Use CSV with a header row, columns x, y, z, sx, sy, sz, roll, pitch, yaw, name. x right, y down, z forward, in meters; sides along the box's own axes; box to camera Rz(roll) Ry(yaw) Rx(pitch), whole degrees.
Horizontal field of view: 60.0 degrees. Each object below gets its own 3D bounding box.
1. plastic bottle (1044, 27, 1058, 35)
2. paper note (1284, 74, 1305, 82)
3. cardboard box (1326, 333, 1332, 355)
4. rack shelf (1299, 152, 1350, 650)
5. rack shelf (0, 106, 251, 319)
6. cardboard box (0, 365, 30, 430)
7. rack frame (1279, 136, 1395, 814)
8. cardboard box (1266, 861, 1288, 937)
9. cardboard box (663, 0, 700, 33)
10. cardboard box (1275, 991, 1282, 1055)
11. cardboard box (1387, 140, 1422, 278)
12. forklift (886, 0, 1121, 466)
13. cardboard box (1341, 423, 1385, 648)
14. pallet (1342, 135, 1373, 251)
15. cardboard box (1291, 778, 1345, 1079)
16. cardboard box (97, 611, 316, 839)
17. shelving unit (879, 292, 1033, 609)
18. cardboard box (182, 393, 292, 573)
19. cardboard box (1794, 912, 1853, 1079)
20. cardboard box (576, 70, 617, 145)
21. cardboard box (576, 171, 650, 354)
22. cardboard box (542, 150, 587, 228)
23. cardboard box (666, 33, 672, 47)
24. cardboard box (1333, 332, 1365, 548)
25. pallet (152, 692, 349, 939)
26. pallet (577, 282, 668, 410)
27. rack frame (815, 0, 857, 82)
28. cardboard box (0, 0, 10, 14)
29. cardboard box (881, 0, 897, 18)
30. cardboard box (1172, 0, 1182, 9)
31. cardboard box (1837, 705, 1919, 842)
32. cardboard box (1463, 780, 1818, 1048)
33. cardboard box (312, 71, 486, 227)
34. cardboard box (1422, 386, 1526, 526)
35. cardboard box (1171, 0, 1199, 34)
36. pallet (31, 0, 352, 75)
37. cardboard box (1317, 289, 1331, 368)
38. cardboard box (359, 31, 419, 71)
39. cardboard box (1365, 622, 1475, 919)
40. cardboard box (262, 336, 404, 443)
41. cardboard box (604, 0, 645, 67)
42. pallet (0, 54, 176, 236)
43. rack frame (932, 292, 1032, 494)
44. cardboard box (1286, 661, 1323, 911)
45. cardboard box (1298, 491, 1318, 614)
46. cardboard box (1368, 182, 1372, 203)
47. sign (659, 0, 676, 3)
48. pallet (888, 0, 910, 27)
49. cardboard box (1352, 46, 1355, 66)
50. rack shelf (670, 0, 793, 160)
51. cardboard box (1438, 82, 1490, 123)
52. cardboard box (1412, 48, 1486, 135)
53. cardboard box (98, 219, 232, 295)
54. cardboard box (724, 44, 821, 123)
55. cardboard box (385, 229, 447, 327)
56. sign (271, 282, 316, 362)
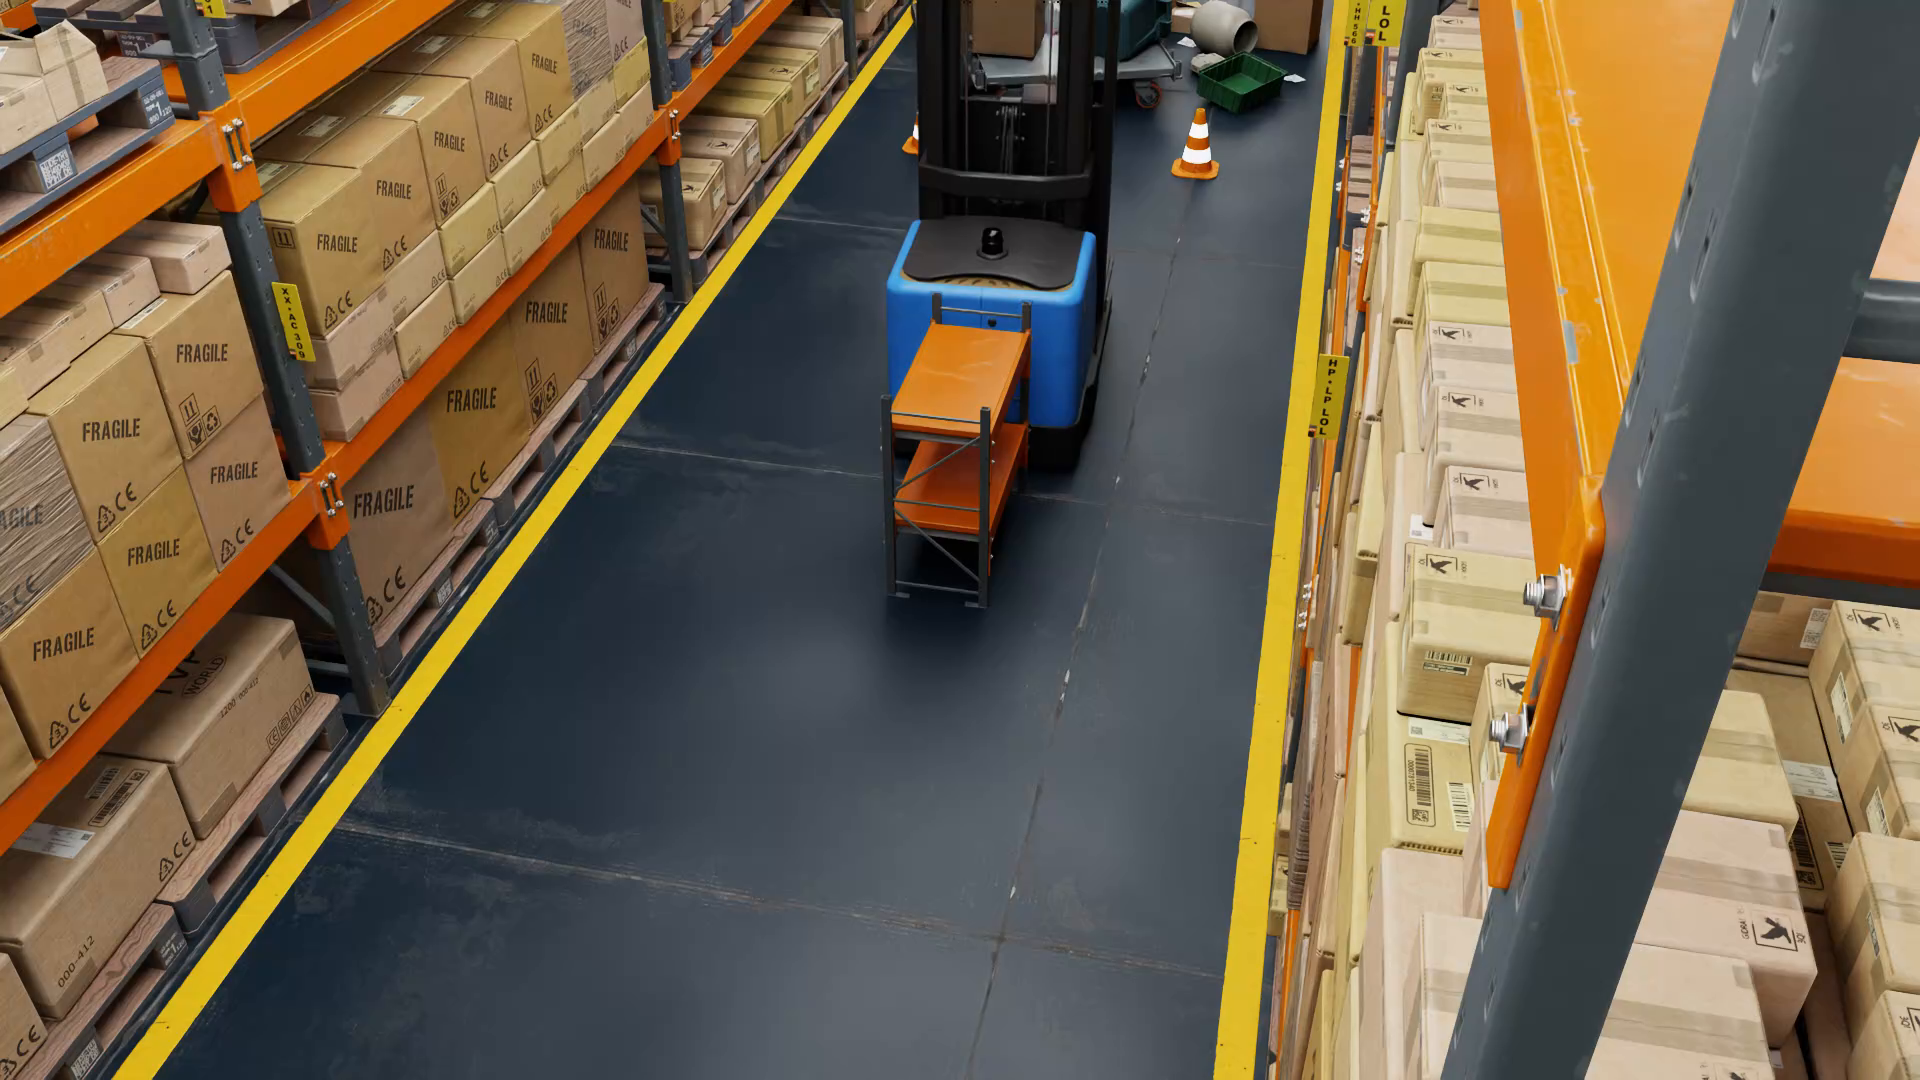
x,y,z,sx,sy,sz,roll,pitch,yaw,name
0.752,-4.411,14.553,0.133,0.061,0.283,14,38,18,plastic bottle
2.761,-3.830,13.778,0.147,0.020,0.142,-17,39,-22,paper note
2.037,-0.764,8.151,0.500,0.250,0.500,8,37,10,cardboard box
2.220,-0.802,7.684,1.077,0.370,4.000,7,37,10,rack shelf
-3.491,-0.286,4.415,1.077,0.370,4.000,7,37,10,rack shelf
-3.099,-0.426,5.062,0.380,0.149,0.250,7,37,10,cardboard box
1.793,0.053,5.890,1.000,3.000,0.127,7,37,10,rack frame
1.345,1.359,6.161,0.380,0.149,0.250,8,37,11,cardboard box
-1.888,-3.362,9.907,0.500,0.500,0.500,6,36,9,cardboard box
1.227,1.558,5.379,0.380,0.149,0.250,8,37,11,cardboard box
1.345,-0.772,4.175,0.500,0.250,0.500,7,37,10,cardboard box
0.348,-2.444,9.395,1.130,2.935,3.031,5,36,7,forklift
1.093,0.015,3.515,0.500,0.250,0.500,9,37,12,cardboard box
2.599,-1.740,8.529,1.213,0.211,1.003,7,37,10,pallet
1.004,0.898,3.535,0.500,0.500,0.500,9,37,12,cardboard box
-3.303,0.705,6.817,0.875,0.438,0.875,7,36,9,cardboard box
-0.001,-0.452,8.185,0.538,1.125,1.048,7,37,10,shelving unit
-2.914,-0.252,6.226,0.500,0.500,0.500,8,37,10,cardboard box
1.289,0.766,2.054,0.500,0.250,0.500,8,37,11,cardboard box
-2.171,-2.340,8.895,0.500,0.250,0.500,6,36,9,cardboard box
-2.439,-1.727,9.799,0.875,0.875,0.875,7,37,10,cardboard box
-2.281,-1.838,8.627,0.500,0.250,0.500,7,37,9,cardboard box
-1.959,-3.034,10.006,0.380,0.149,0.250,5,36,7,cardboard box
1.459,-0.284,5.166,0.500,0.500,0.500,8,37,11,cardboard box
-3.303,1.046,6.897,1.003,0.211,1.213,7,37,10,pallet
-2.452,-1.231,10.038,1.003,0.211,1.213,7,37,10,pallet
-1.355,-5.096,12.995,1.000,3.000,0.127,7,37,10,rack frame
-6.726,-3.585,11.039,0.500,0.250,0.500,7,37,10,cardboard box
-0.863,-4.764,14.523,0.500,0.250,0.500,9,37,13,cardboard box
1.597,-5.054,15.064,0.797,0.503,0.637,-17,39,-22,cardboard box
1.432,0.381,2.244,0.380,0.149,0.250,7,37,10,cardboard box
0.850,0.470,2.122,0.380,0.149,0.250,8,37,11,cardboard box
-2.498,-1.753,7.446,0.500,0.500,0.500,6,36,9,cardboard box
1.027,-0.129,2.948,0.380,0.149,0.250,8,37,11,cardboard box
2.070,-4.642,14.699,0.396,0.266,0.258,14,38,18,cardboard box
-2.917,-2.178,6.576,0.805,0.209,1.217,6,36,8,pallet
2.247,-1.024,9.149,0.500,0.500,0.500,6,36,8,cardboard box
-2.887,-2.126,7.961,0.500,0.500,0.500,8,37,11,cardboard box
0.897,0.401,2.556,0.500,0.250,0.500,6,36,9,cardboard box
-2.712,-0.668,7.013,0.500,0.250,0.500,6,36,9,cardboard box
-2.065,-2.918,9.054,0.500,0.500,0.500,6,36,9,cardboard box
-3.249,-1.220,5.167,1.003,0.211,1.213,7,37,10,pallet
0.107,-0.743,8.587,0.500,1.125,0.032,7,37,10,rack frame
1.200,0.714,4.641,0.500,0.500,0.500,7,36,9,cardboard box
1.815,0.146,7.536,0.500,0.500,0.500,6,36,9,cardboard box
2.240,-1.768,8.260,0.380,0.149,0.250,9,37,12,cardboard box
-1.667,-3.203,9.397,0.100,0.325,0.005,7,37,10,sign
-0.988,-5.058,15.318,1.003,0.211,1.213,7,37,10,pallet
2.696,-3.145,10.218,0.500,0.500,0.500,7,36,9,cardboard box
-1.783,-3.658,11.624,1.077,0.370,4.000,7,37,10,rack shelf
1.406,-1.025,4.185,0.380,0.149,0.250,7,37,9,cardboard box
1.404,-1.176,4.393,0.380,0.149,0.250,6,36,8,cardboard box
-2.819,-1.001,5.855,0.380,0.149,0.250,7,36,9,cardboard box
-1.615,-3.488,12.658,0.950,0.372,0.625,10,37,13,cardboard box
-2.611,-1.170,7.280,0.500,0.250,0.500,8,37,11,cardboard box
-2.522,-0.823,6.295,0.100,0.325,0.005,7,37,10,sign
